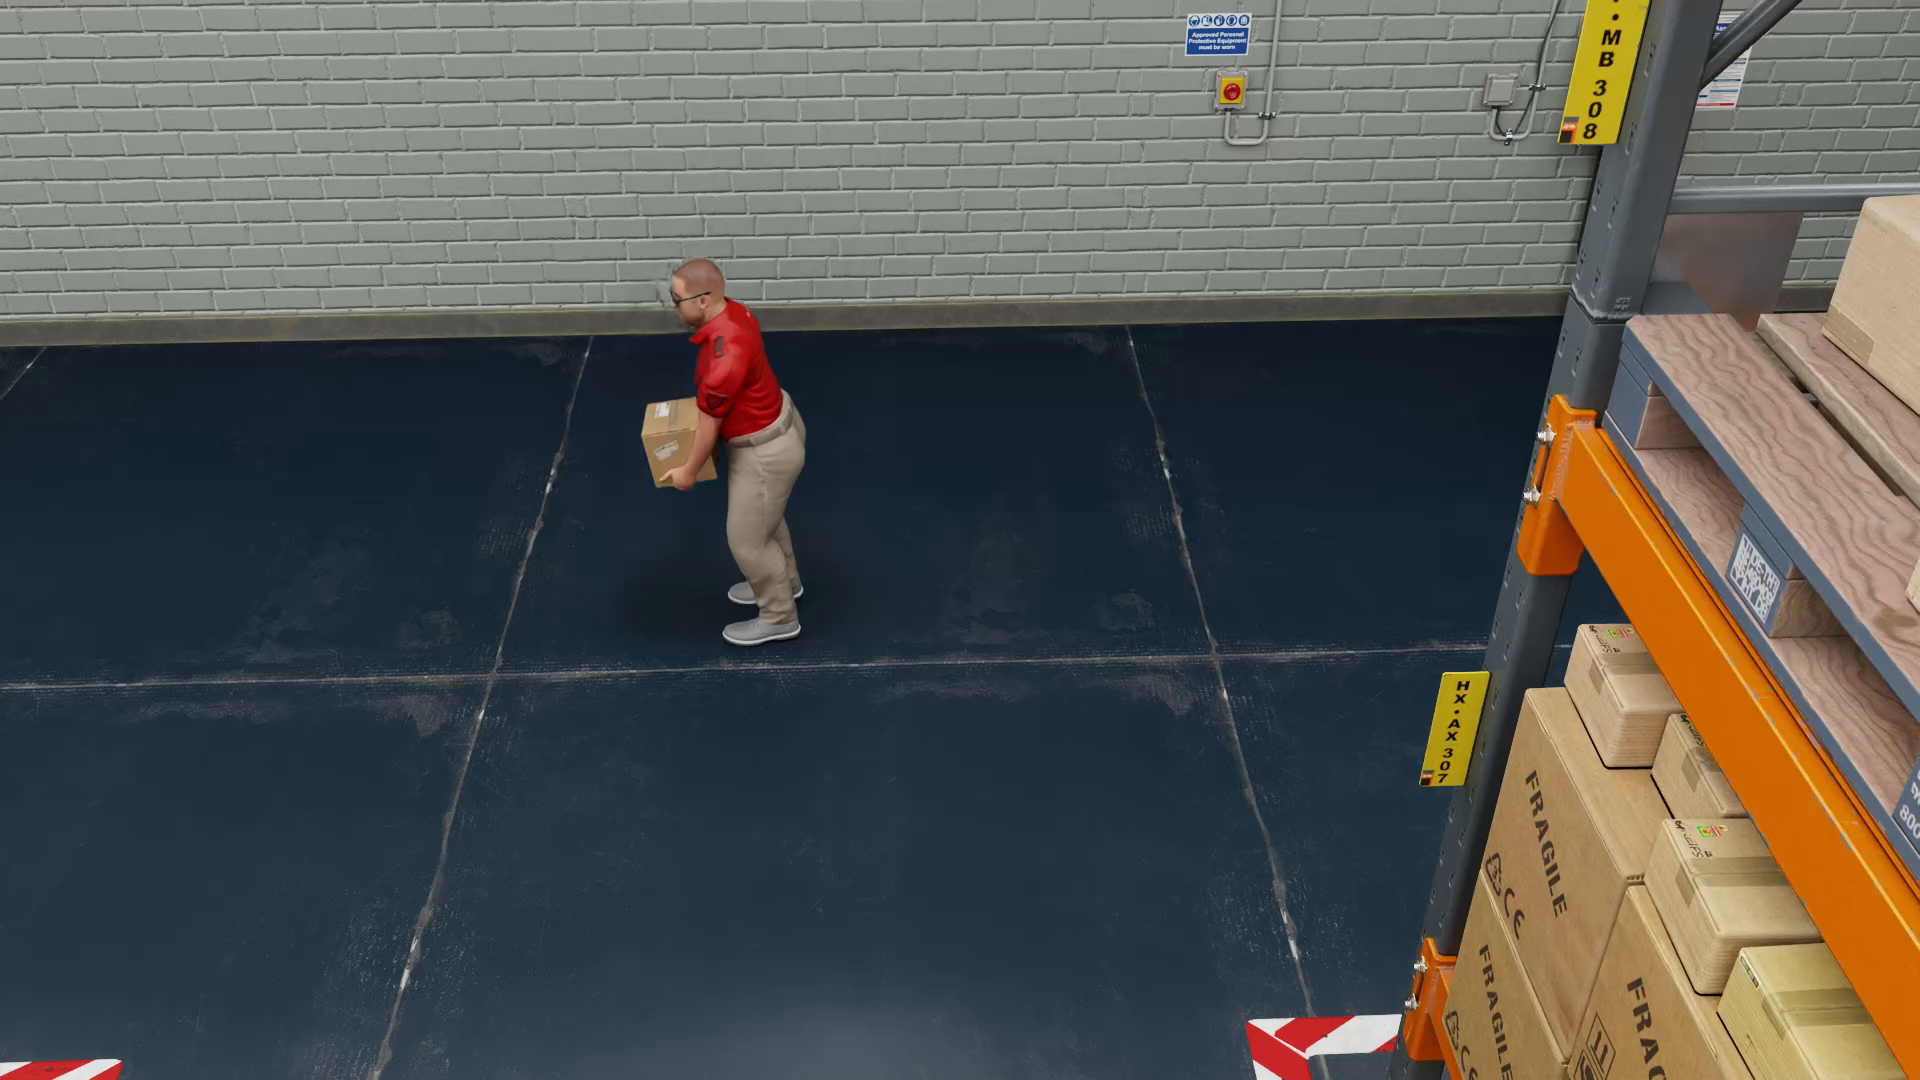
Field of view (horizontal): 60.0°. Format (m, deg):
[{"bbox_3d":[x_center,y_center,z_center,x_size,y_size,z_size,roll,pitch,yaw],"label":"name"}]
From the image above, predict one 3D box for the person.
[{"bbox_3d":[-0.925,-0.350,6.691,0.554,1.700,0.483,-2,35,-3],"label":"person"}]
